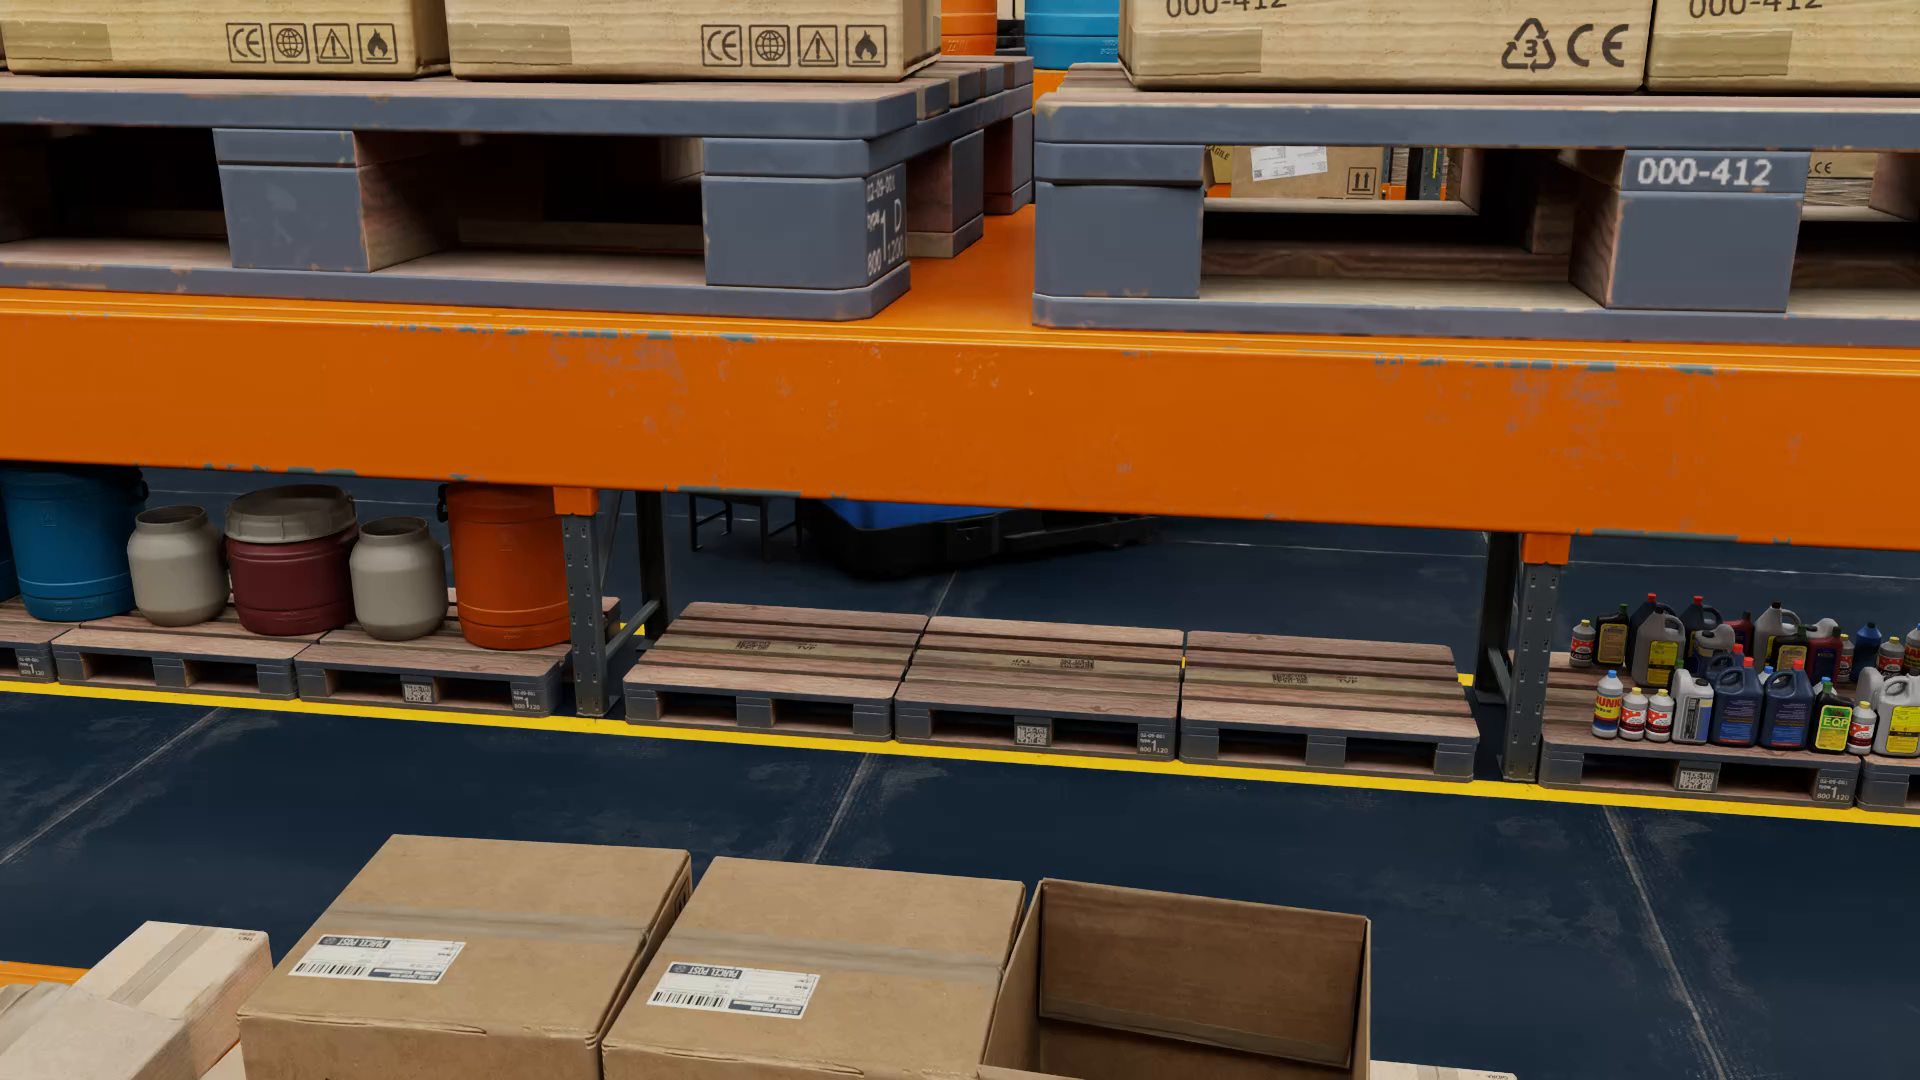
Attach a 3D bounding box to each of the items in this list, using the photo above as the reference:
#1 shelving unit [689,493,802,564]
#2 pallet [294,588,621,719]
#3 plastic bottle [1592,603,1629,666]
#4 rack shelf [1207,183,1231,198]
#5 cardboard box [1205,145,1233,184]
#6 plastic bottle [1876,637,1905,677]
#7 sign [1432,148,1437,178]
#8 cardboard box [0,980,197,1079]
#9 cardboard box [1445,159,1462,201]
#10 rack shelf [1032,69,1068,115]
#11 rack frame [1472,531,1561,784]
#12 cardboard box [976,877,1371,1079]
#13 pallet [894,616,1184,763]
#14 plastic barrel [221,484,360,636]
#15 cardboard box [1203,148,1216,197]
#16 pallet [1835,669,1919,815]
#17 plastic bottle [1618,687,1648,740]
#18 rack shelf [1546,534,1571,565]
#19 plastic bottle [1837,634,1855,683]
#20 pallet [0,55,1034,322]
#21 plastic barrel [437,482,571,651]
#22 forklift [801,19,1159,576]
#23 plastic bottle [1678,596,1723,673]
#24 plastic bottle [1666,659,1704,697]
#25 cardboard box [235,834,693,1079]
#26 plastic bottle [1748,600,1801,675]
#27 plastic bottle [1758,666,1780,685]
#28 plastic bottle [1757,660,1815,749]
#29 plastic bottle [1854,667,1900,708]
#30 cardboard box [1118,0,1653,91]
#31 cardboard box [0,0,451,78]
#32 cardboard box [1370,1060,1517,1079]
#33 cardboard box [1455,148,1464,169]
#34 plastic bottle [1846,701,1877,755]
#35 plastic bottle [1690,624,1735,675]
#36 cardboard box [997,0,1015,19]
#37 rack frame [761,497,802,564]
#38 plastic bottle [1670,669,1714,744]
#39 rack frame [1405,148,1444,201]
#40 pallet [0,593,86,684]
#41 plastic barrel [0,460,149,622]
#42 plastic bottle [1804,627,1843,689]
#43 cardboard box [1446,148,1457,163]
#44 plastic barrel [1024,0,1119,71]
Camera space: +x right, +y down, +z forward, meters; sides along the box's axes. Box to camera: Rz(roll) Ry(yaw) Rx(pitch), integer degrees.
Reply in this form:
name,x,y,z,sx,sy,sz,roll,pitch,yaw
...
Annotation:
name,x,y,z,sx,sy,sz,roll,pitch,yaw
shelving unit,-1.237,-0.952,9.339,0.503,2.100,0.431,9,20,25
pallet,-2.359,0.512,7.940,1.213,0.211,1.003,3,19,9
plastic bottle,2.902,0.418,7.414,0.133,0.283,0.061,4,19,11
rack shelf,2.072,-3.442,16.497,4.000,0.370,1.077,3,19,9
cardboard box,2.492,-3.724,16.047,0.500,0.500,0.500,3,19,9
plastic bottle,4.049,0.521,7.234,0.097,0.201,0.097,0,18,0
sign,3.076,-2.509,10.750,0.005,0.325,0.100,3,19,9
cardboard box,-1.511,0.916,2.479,0.500,0.311,0.500,3,19,8
cardboard box,3.595,-2.280,11.265,0.500,0.500,0.875,3,19,9
rack shelf,0.400,-1.764,6.755,4.000,0.370,1.077,3,19,9
rack frame,2.375,-0.582,6.816,0.127,3.000,1.000,3,19,9
cardboard box,0.310,0.852,2.373,0.500,0.500,0.500,4,19,13
pallet,0.385,0.652,7.521,1.213,0.211,1.003,3,19,9
plastic barrel,-3.175,0.085,7.961,0.708,0.588,0.600,3,19,9
cardboard box,1.434,-2.440,11.545,0.637,0.503,0.797,5,19,14
pallet,4.239,0.848,6.937,1.213,0.211,1.003,3,19,9
plastic bottle,2.720,0.695,6.716,0.097,0.201,0.097,0,18,0
rack shelf,4.350,-0.140,6.629,4.000,0.370,1.077,3,19,9
plastic bottle,3.846,0.511,7.265,0.097,0.201,0.097,0,18,0
pallet,-0.575,-0.503,2.150,1.213,0.211,1.003,4,19,11
plastic barrel,-2.060,0.027,7.753,0.708,0.830,0.600,3,19,9
forklift,0.607,-1.490,9.638,3.031,2.935,1.130,-8,20,-24
plastic bottle,3.246,0.417,7.311,0.185,0.351,0.144,2,19,6
plastic bottle,2.960,0.625,6.796,0.133,0.283,0.061,3,19,9
cardboard box,-0.705,0.800,2.527,0.500,0.500,0.500,2,19,6
plastic bottle,3.565,0.433,7.262,0.185,0.351,0.144,3,19,8
plastic bottle,3.268,0.643,6.760,0.097,0.271,0.097,0,18,0
plastic bottle,3.292,0.645,6.628,0.185,0.351,0.144,2,19,6
plastic bottle,3.711,0.655,6.718,0.135,0.276,0.152,3,19,9
cardboard box,0.436,-0.642,1.841,0.500,0.250,0.500,1,19,3
cardboard box,-0.823,-0.724,2.087,0.500,0.250,0.500,3,19,8
cardboard box,0.743,0.980,2.543,0.250,0.149,0.380,3,19,9
cardboard box,3.564,-2.694,10.926,0.500,0.500,0.500,3,19,9
plastic bottle,3.568,0.738,6.587,0.097,0.201,0.097,0,18,0
plastic bottle,3.247,0.500,7.180,0.135,0.276,0.152,3,19,9
cardboard box,0.142,-3.557,11.216,0.500,0.250,0.500,3,19,10
rack frame,-1.018,-0.918,9.238,0.015,2.100,0.400,9,20,25
plastic bottle,2.944,0.662,6.697,0.135,0.276,0.152,4,19,11
rack frame,3.161,-2.134,11.453,0.127,3.000,1.000,3,19,9
pallet,-4.769,0.389,8.307,1.213,0.211,1.003,3,19,9
plastic barrel,-4.290,-0.121,8.081,0.708,0.901,0.600,3,19,9
plastic bottle,3.708,0.508,7.145,0.133,0.283,0.061,3,19,9
cardboard box,3.648,-2.860,11.422,0.500,0.500,0.500,3,19,9
plastic barrel,0.547,-2.266,6.330,0.708,0.901,0.600,3,19,9
